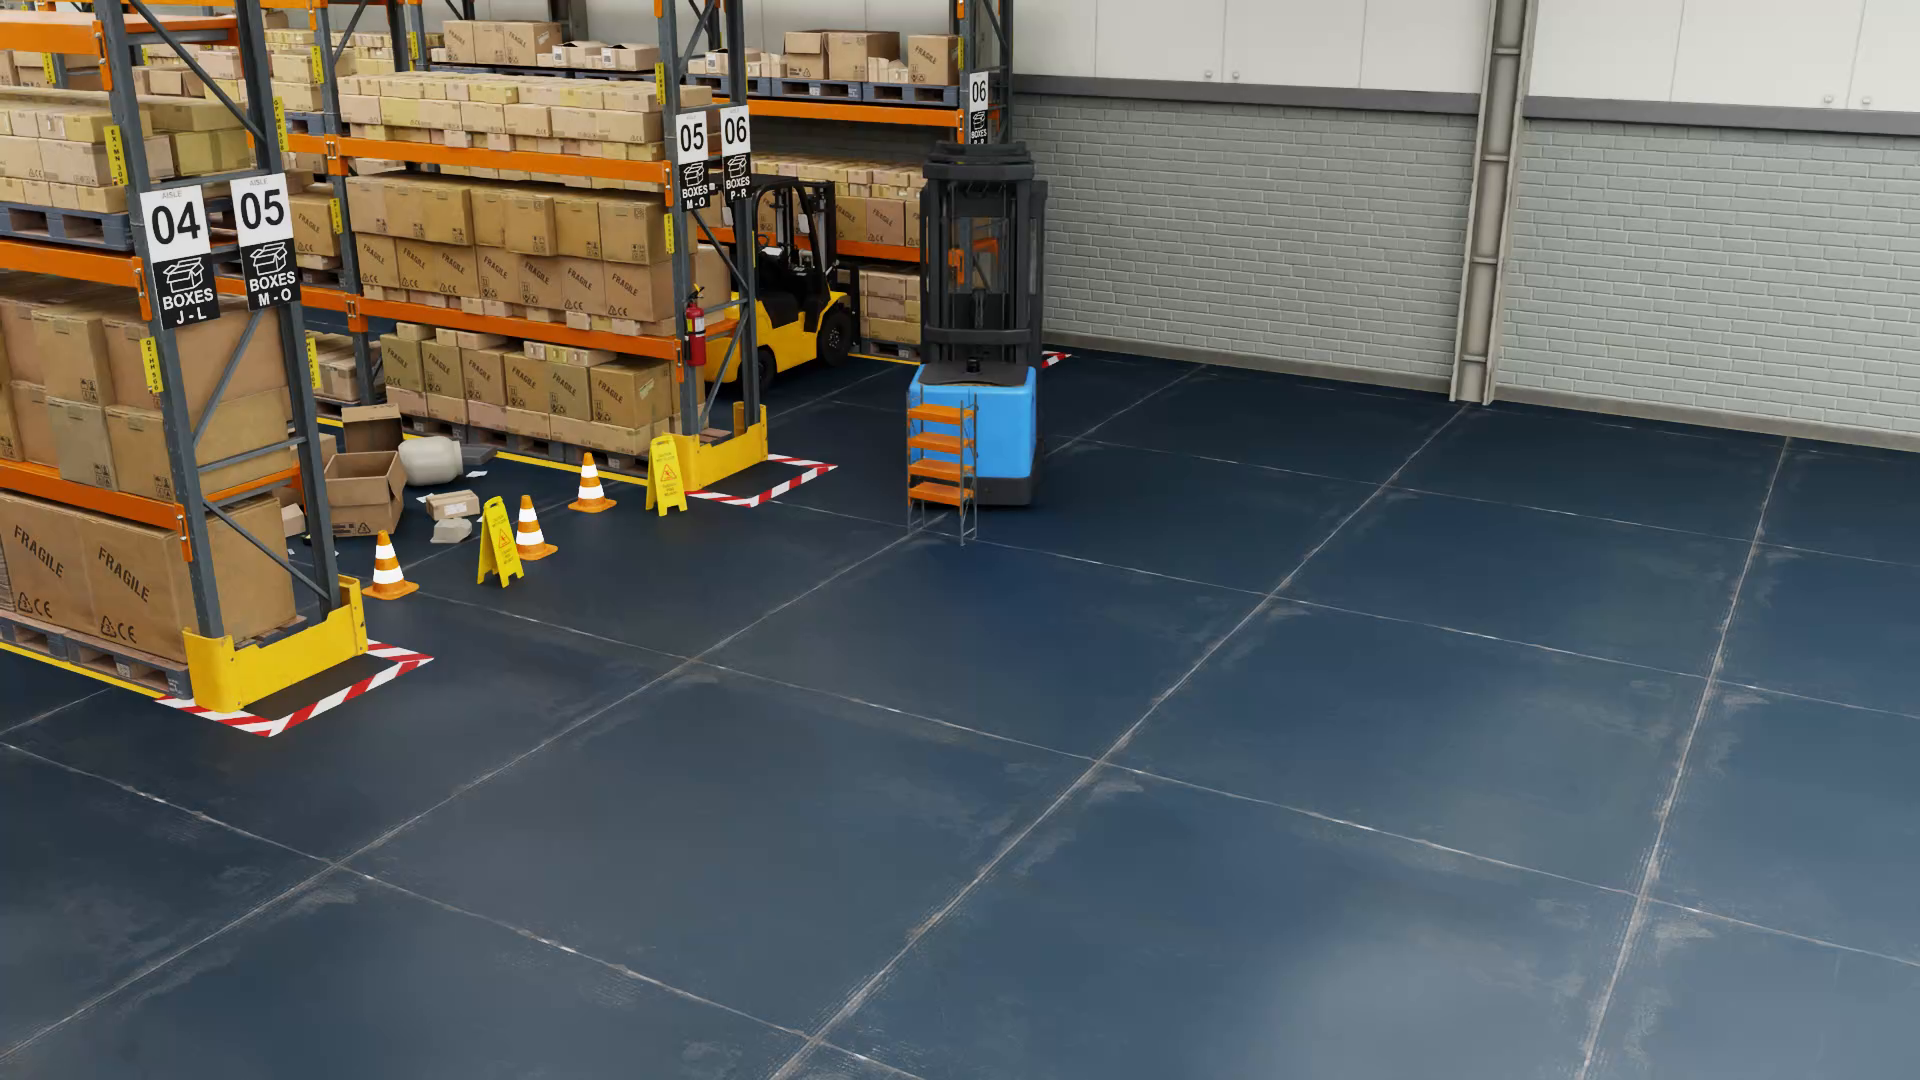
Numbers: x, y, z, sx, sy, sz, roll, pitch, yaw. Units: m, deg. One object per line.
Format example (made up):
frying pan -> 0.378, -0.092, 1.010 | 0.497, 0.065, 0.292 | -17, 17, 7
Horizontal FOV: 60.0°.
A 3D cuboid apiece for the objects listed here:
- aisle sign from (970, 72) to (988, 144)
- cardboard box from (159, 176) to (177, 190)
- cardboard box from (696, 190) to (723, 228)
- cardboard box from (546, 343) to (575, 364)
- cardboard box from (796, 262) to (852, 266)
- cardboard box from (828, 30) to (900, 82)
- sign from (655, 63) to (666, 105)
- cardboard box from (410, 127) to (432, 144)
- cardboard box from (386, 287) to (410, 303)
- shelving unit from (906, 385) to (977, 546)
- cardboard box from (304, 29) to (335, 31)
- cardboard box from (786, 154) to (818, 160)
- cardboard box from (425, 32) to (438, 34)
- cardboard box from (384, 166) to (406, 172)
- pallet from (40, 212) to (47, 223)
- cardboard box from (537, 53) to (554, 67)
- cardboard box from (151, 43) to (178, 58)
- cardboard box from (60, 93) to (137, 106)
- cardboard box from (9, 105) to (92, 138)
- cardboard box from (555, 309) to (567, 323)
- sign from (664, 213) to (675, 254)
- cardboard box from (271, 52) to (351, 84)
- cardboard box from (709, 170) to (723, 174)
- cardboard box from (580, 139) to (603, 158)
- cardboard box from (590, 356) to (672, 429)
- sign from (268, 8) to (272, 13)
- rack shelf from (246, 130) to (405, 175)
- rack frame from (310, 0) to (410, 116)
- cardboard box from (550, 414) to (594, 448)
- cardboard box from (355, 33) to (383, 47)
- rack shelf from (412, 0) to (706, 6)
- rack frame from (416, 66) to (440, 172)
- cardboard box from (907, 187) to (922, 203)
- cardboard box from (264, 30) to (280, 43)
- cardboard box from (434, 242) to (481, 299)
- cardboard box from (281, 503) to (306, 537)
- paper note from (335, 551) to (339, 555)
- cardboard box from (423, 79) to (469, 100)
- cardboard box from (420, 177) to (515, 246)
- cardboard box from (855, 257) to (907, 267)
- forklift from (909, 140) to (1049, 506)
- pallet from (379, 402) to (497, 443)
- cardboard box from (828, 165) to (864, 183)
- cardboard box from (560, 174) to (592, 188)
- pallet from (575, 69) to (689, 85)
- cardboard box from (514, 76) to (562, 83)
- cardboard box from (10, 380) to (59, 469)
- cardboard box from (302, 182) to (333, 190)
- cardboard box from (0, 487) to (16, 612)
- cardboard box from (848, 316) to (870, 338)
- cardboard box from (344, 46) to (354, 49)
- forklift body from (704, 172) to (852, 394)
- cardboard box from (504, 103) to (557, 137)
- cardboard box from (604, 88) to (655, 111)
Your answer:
aisle sign -> 0.204, -4.618, 17.885 | 0.004, 0.787, 0.394 | 11, 23, 27
cardboard box -> -4.820, -2.257, 10.395 | 0.250, 0.149, 0.380 | 11, 23, 28
cardboard box -> -2.943, -4.055, 19.999 | 0.500, 0.500, 0.500 | 10, 22, 26
cardboard box -> -3.526, -1.718, 15.067 | 0.250, 0.149, 0.380 | 11, 23, 28
cardboard box -> -1.597, -3.104, 19.472 | 0.500, 0.250, 0.500 | 10, 22, 26
cardboard box -> -1.061, -5.397, 18.537 | 0.500, 0.500, 0.700 | 11, 23, 28
sign -> -2.416, -3.680, 13.415 | 0.005, 0.325, 0.100 | 11, 23, 27
cardboard box -> -4.797, -3.726, 15.209 | 0.250, 0.149, 0.380 | 12, 23, 29
cardboard box -> -5.256, -2.389, 15.920 | 0.250, 0.149, 0.380 | 12, 23, 29
shelving unit -> -0.145, -0.592, 13.236 | 0.503, 1.200, 0.258 | 11, 23, 27
cardboard box -> -8.765, -6.921, 22.817 | 0.250, 0.149, 0.380 | 11, 23, 28
cardboard box -> -1.874, -4.522, 19.898 | 0.250, 0.149, 0.380 | 10, 22, 26
cardboard box -> -7.089, -6.686, 22.199 | 0.250, 0.149, 0.380 | 11, 23, 28
cardboard box -> -7.455, -4.899, 22.225 | 0.250, 0.149, 0.380 | 11, 23, 28
pallet -> -6.176, -2.217, 10.809 | 1.213, 0.211, 1.003 | 11, 23, 27
cardboard box -> -4.984, -5.917, 20.484 | 0.250, 0.149, 0.380 | 10, 22, 27
cardboard box -> -11.189, -7.058, 23.810 | 0.500, 0.250, 0.500 | 10, 22, 25
cardboard box -> -5.477, -2.756, 10.603 | 0.250, 0.149, 0.380 | 10, 22, 26
cardboard box -> -5.354, -2.476, 9.831 | 0.250, 0.149, 0.380 | 11, 23, 28
cardboard box -> -3.442, -2.073, 15.049 | 0.250, 0.149, 0.380 | 11, 23, 28
sign -> -2.416, -2.547, 13.826 | 0.005, 0.325, 0.100 | 11, 23, 27
cardboard box -> -6.188, -4.512, 15.876 | 0.500, 0.250, 0.500 | 11, 23, 29
cardboard box -> -2.826, -4.338, 19.826 | 0.250, 0.149, 0.380 | 11, 23, 29
cardboard box -> -3.025, -3.370, 14.226 | 0.250, 0.149, 0.380 | 12, 23, 29
cardboard box -> -2.955, -1.329, 14.947 | 0.500, 0.500, 0.500 | 11, 23, 28
sign -> -9.919, -7.494, 23.891 | 0.005, 0.325, 0.100 | 11, 23, 27
rack shelf -> -7.366, -4.086, 16.886 | 4.000, 0.370, 1.077 | 11, 23, 27
rack frame -> -5.620, -5.501, 15.335 | 0.127, 3.000, 1.000 | 11, 23, 27
cardboard box -> -3.413, -1.064, 15.315 | 0.500, 0.250, 0.500 | 11, 23, 27
cardboard box -> -7.776, -6.620, 22.016 | 0.250, 0.149, 0.380 | 10, 22, 26
rack shelf -> -4.949, -6.786, 20.518 | 4.000, 0.370, 1.077 | 11, 23, 27
rack frame -> -6.695, -4.825, 22.267 | 0.127, 3.000, 1.000 | 11, 23, 27
cardboard box -> -0.387, -3.854, 18.494 | 0.250, 0.149, 0.380 | 11, 23, 28
cardboard box -> -9.434, -6.873, 22.685 | 0.250, 0.149, 0.380 | 10, 22, 26
cardboard box -> -4.490, -2.548, 15.408 | 0.500, 0.500, 0.500 | 11, 22, 27
cardboard box -> -5.547, -0.168, 13.439 | 0.258, 0.266, 0.396 | 16, 25, 36
paper note -> -4.958, 0.112, 13.015 | 0.144, 0.017, 0.142 | -16, 26, -38
cardboard box -> -4.579, -4.040, 14.903 | 0.250, 0.149, 0.380 | 10, 22, 26
cardboard box -> -4.481, -3.017, 15.235 | 0.500, 0.500, 0.700 | 10, 22, 26
cardboard box -> -0.907, -3.174, 19.666 | 0.500, 0.250, 0.500 | 11, 22, 27
forklift -> 0.216, -2.126, 14.928 | 1.130, 2.935, 3.031 | 2, 20, 5
pallet -> -5.017, -1.269, 16.555 | 1.213, 0.211, 1.003 | 11, 23, 27
cardboard box -> -1.289, -4.165, 18.915 | 0.250, 0.149, 0.380 | 11, 23, 28
cardboard box -> -4.652, -4.500, 20.858 | 0.500, 0.250, 0.500 | 11, 23, 28
pallet -> -3.979, -5.623, 20.348 | 1.217, 0.209, 0.805 | 10, 22, 25
cardboard box -> -3.837, -4.131, 15.155 | 0.250, 0.149, 0.380 | 11, 23, 28
cardboard box -> -5.718, -0.860, 11.117 | 0.550, 0.550, 0.875 | 11, 23, 27
cardboard box -> -6.752, -3.398, 17.136 | 0.500, 0.500, 0.500 | 11, 22, 27
cardboard box -> -6.642, -0.115, 11.784 | 0.875, 0.875, 0.875 | 11, 23, 28
cardboard box -> -1.137, -2.555, 19.425 | 0.500, 0.250, 0.500 | 11, 23, 28
cardboard box -> -7.987, -6.524, 22.188 | 0.250, 0.149, 0.380 | 11, 23, 28
forklift body -> -2.256, -2.868, 18.116 | 1.214, 2.155, 2.313 | 11, 23, 27
cardboard box -> -3.600, -3.669, 14.466 | 0.500, 0.250, 0.500 | 12, 23, 29
cardboard box -> -2.774, -3.706, 13.982 | 0.250, 0.149, 0.380 | 11, 23, 28
